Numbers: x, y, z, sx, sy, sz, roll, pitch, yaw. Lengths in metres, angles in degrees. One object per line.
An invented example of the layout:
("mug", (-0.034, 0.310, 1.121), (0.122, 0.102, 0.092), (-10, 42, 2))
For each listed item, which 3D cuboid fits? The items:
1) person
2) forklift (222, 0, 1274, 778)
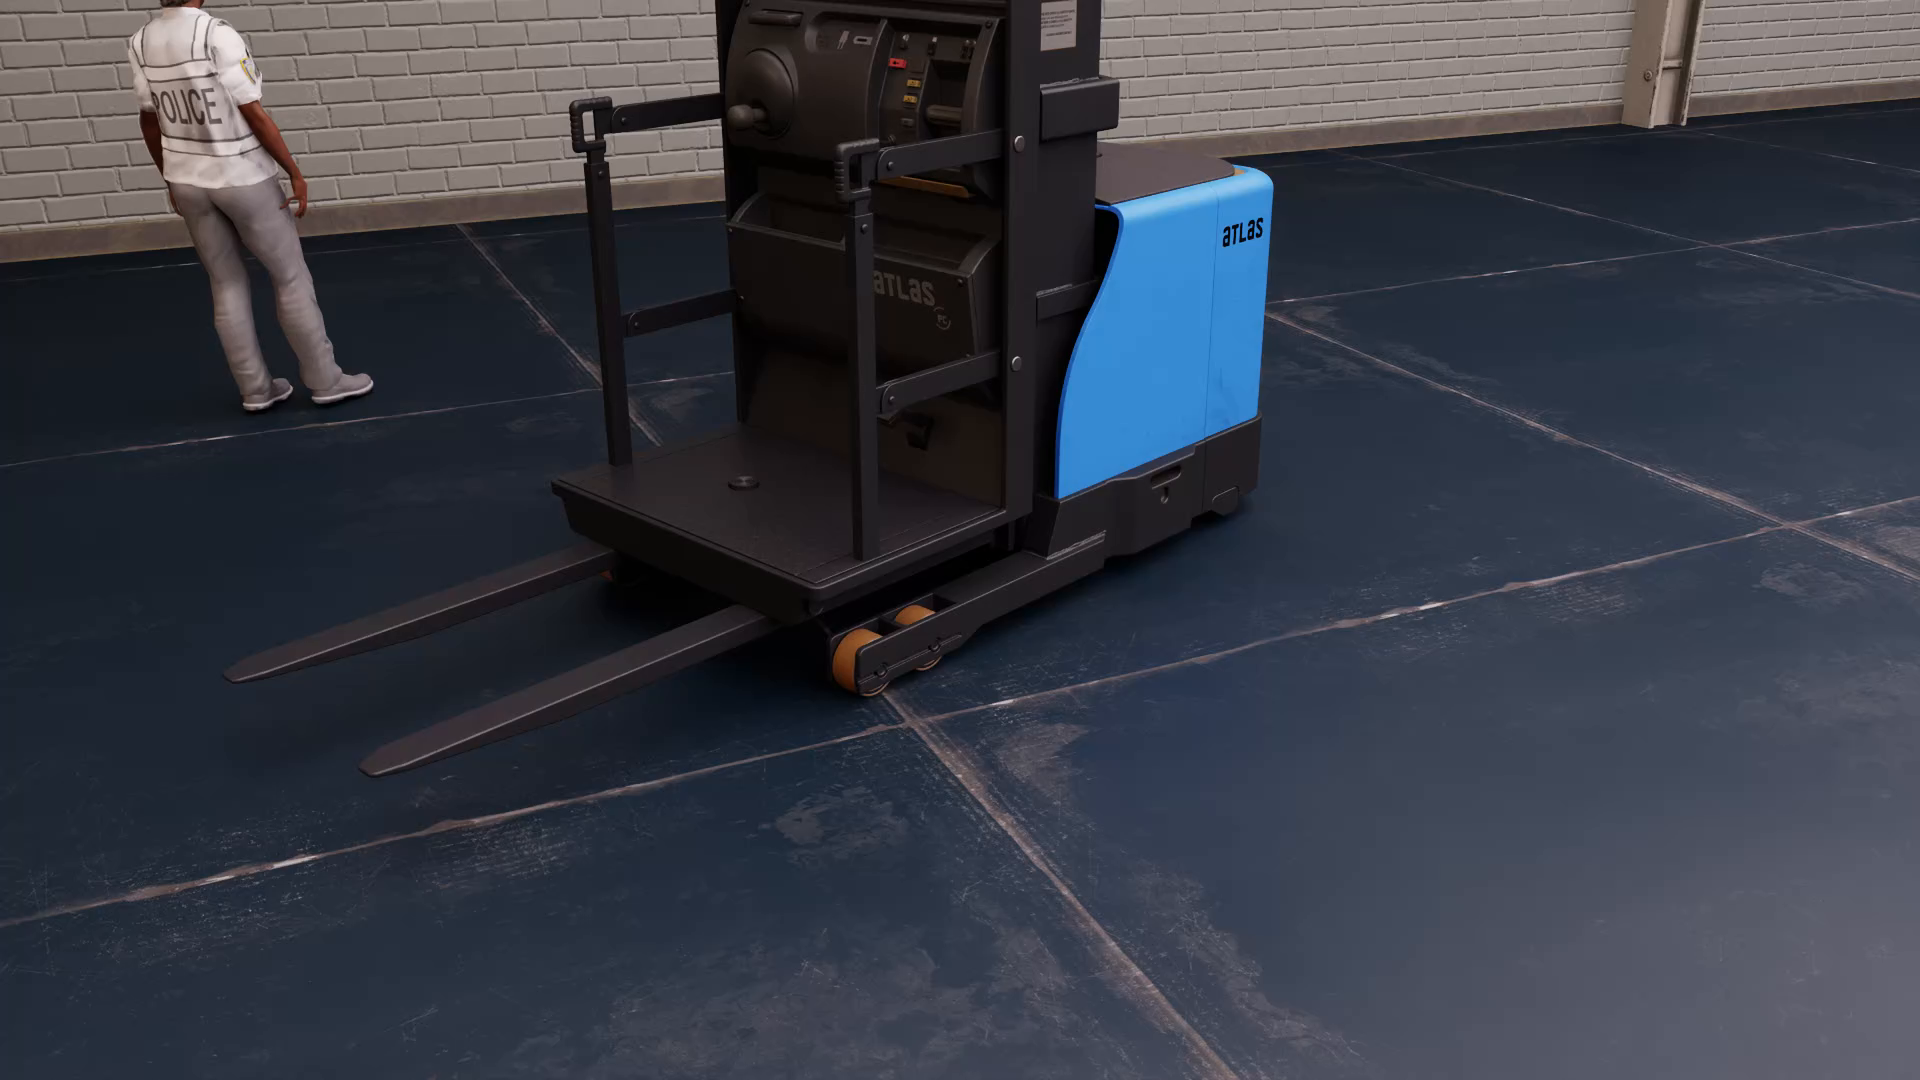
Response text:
("person", (-2.603, -1.306, 6.022), (0.567, 1.694, 0.530), (4, 23, 9))
("forklift", (-0.413, -1.182, 4.131), (1.130, 2.935, 3.031), (19, 29, 39))
